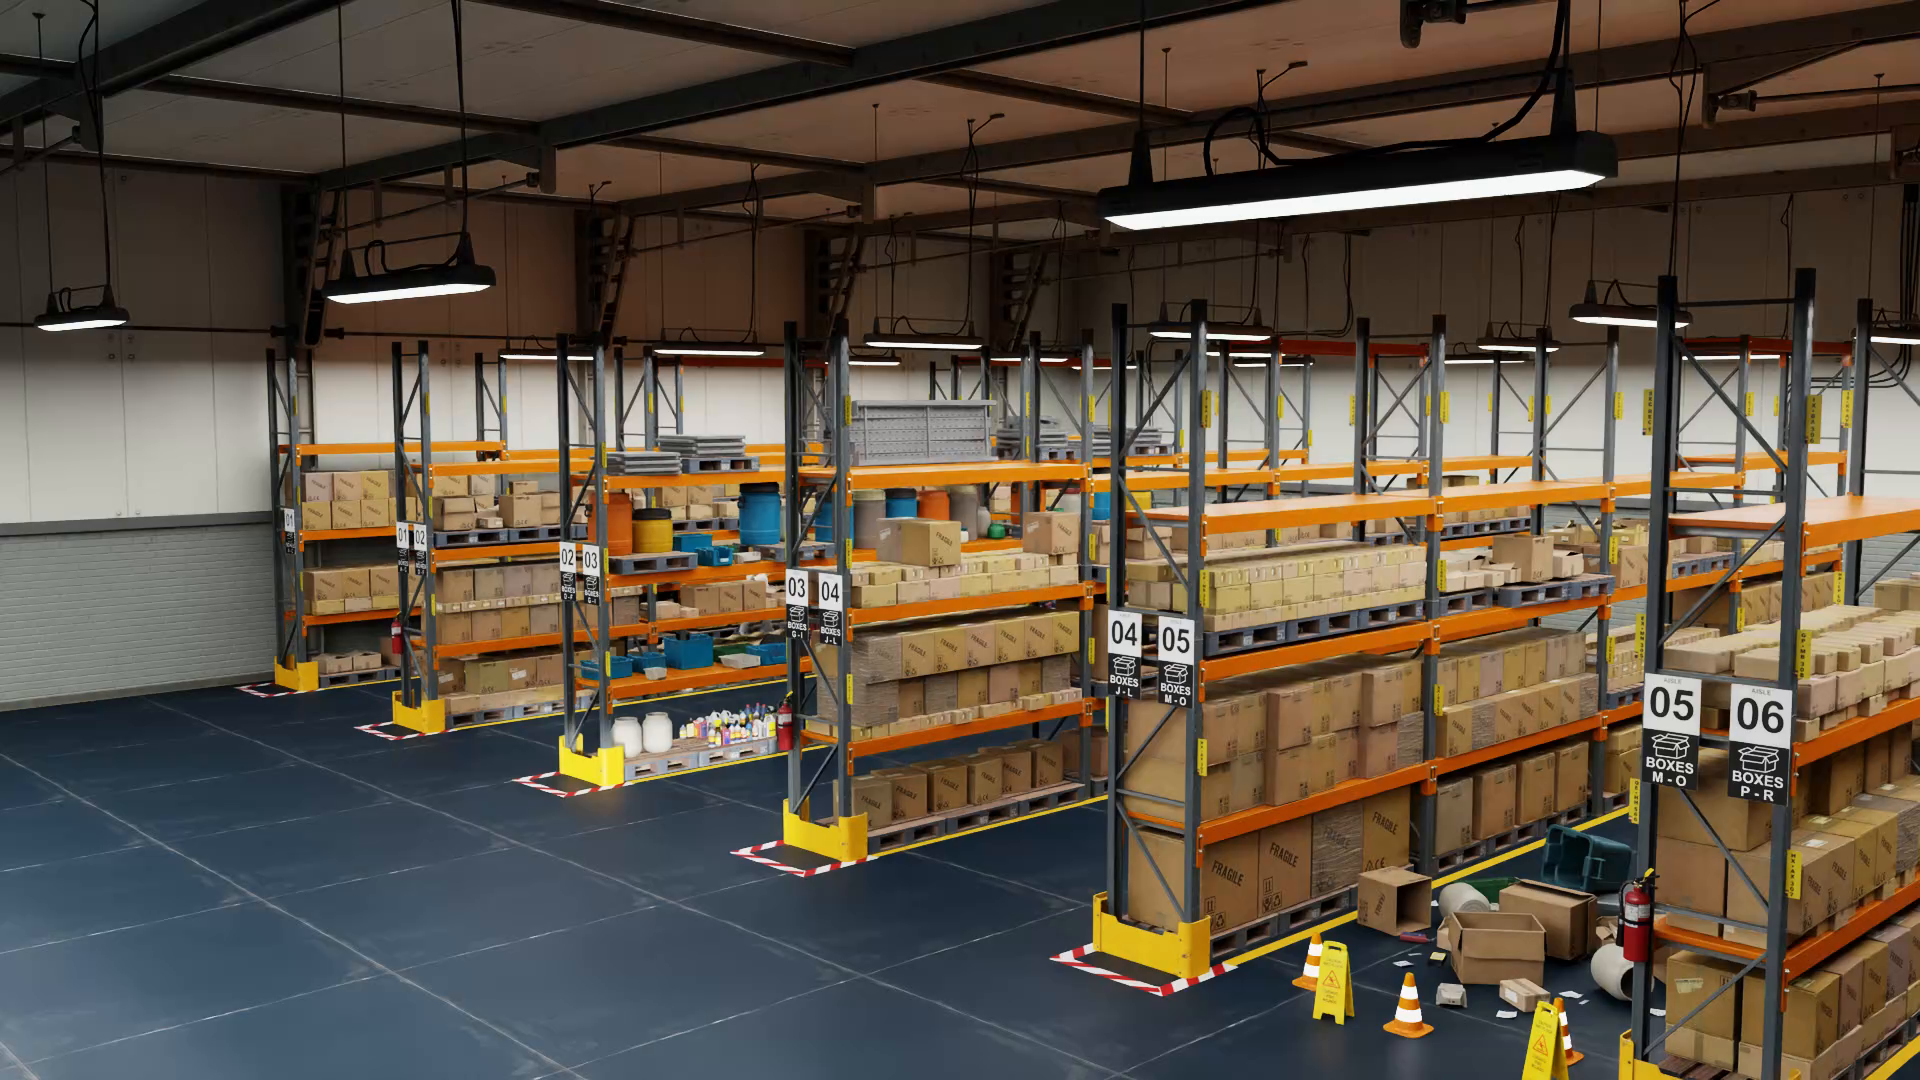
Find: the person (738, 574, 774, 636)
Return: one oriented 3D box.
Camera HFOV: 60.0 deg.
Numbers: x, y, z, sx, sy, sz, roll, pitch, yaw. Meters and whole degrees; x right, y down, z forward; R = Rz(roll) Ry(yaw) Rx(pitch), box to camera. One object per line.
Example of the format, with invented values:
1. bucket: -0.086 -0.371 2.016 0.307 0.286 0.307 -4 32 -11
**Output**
1. person: -4.276 1.301 34.402 0.704 1.728 1.099 4 6 37
